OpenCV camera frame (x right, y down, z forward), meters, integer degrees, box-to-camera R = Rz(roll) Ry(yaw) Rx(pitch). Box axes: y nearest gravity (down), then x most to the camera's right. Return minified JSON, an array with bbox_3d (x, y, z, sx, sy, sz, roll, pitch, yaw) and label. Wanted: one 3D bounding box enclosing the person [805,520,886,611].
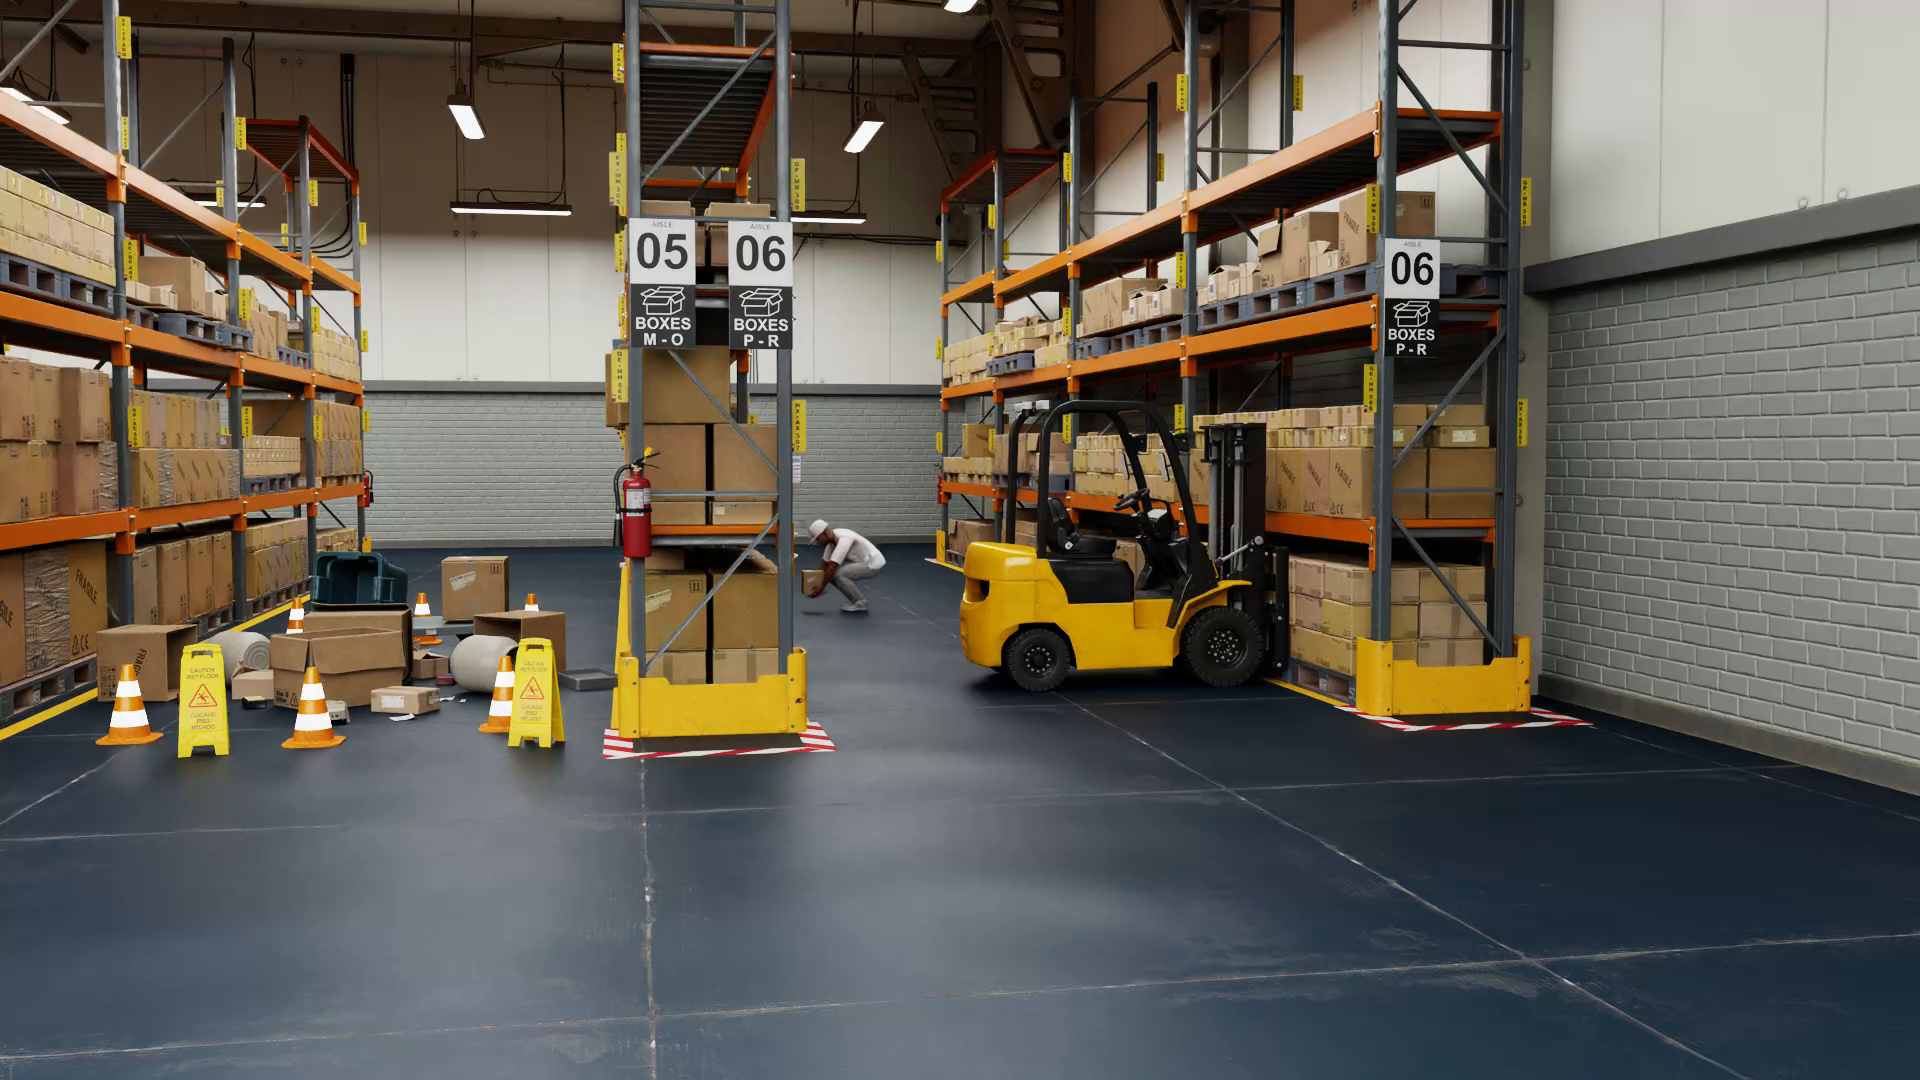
[{"bbox_3d":[-1.275,0.284,18.573,0.893,1.027,0.583,-1,3,-12],"label":"person"}]
